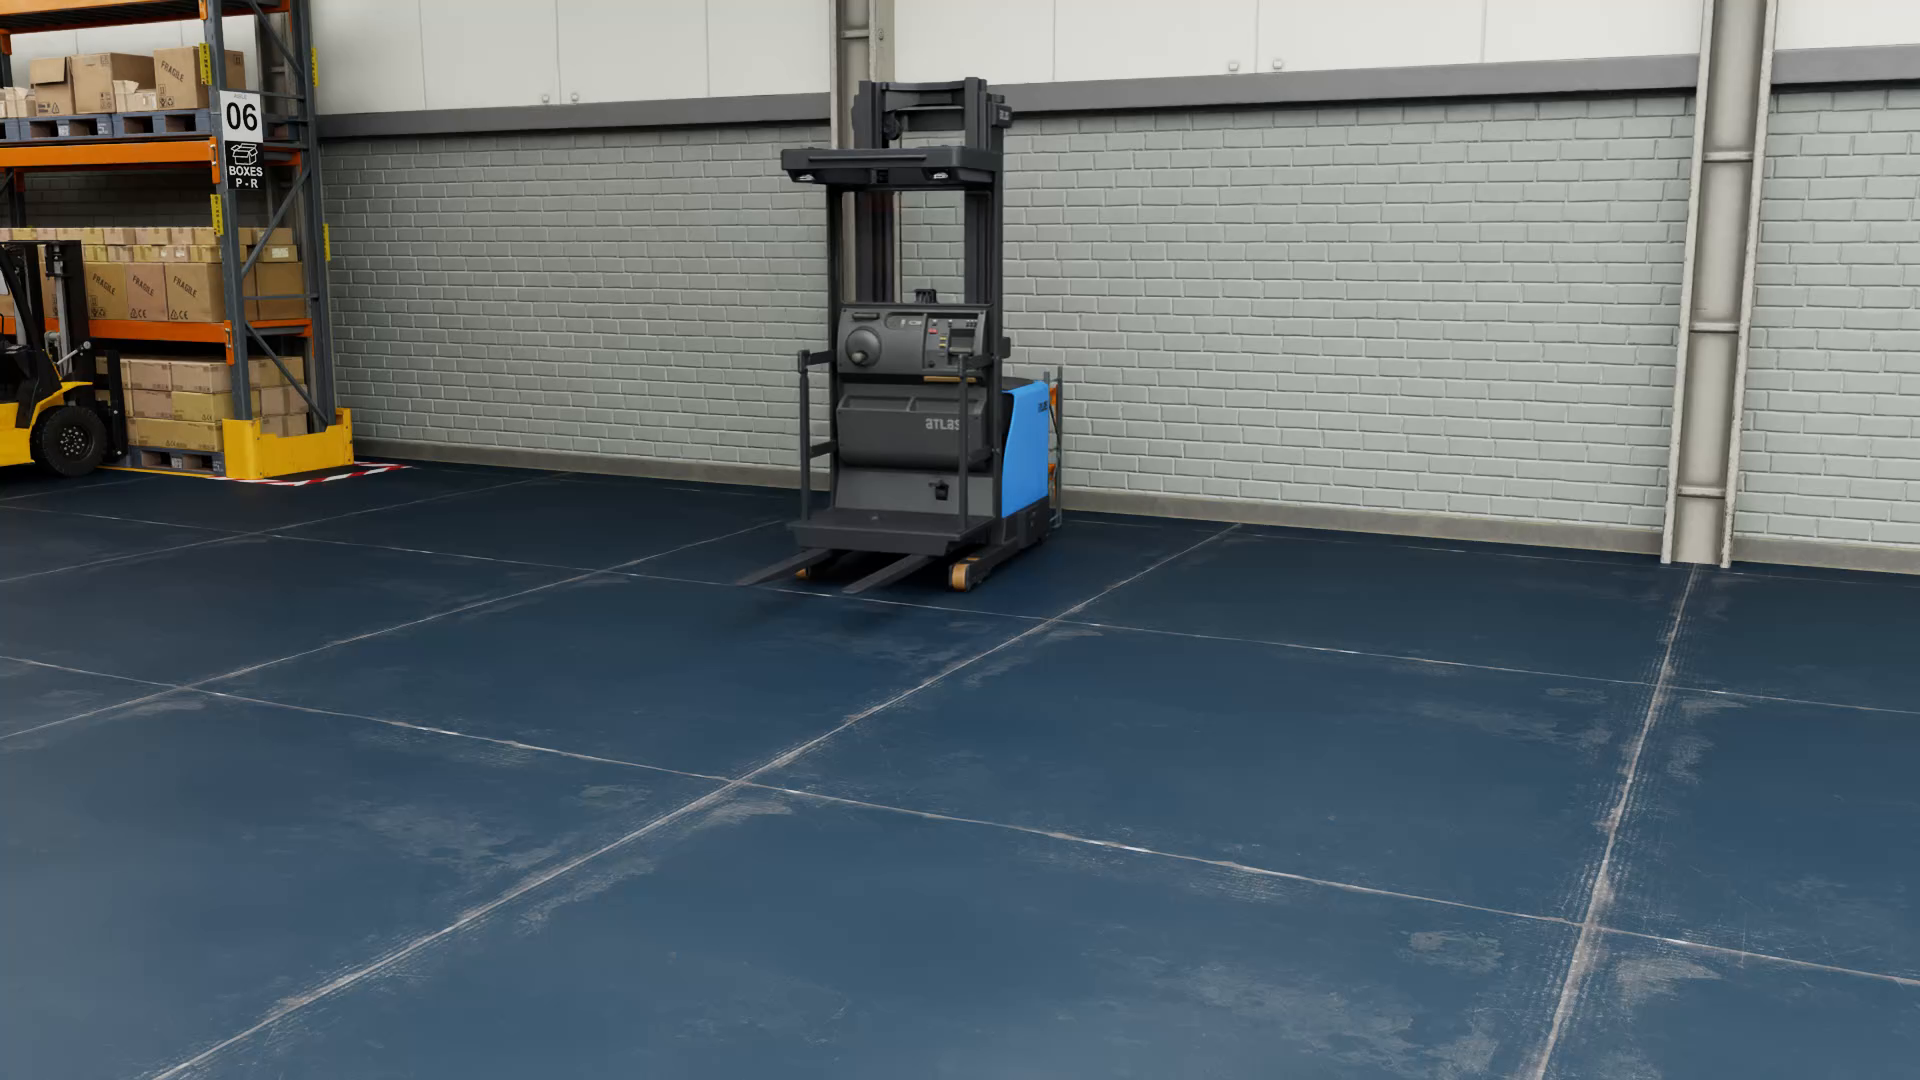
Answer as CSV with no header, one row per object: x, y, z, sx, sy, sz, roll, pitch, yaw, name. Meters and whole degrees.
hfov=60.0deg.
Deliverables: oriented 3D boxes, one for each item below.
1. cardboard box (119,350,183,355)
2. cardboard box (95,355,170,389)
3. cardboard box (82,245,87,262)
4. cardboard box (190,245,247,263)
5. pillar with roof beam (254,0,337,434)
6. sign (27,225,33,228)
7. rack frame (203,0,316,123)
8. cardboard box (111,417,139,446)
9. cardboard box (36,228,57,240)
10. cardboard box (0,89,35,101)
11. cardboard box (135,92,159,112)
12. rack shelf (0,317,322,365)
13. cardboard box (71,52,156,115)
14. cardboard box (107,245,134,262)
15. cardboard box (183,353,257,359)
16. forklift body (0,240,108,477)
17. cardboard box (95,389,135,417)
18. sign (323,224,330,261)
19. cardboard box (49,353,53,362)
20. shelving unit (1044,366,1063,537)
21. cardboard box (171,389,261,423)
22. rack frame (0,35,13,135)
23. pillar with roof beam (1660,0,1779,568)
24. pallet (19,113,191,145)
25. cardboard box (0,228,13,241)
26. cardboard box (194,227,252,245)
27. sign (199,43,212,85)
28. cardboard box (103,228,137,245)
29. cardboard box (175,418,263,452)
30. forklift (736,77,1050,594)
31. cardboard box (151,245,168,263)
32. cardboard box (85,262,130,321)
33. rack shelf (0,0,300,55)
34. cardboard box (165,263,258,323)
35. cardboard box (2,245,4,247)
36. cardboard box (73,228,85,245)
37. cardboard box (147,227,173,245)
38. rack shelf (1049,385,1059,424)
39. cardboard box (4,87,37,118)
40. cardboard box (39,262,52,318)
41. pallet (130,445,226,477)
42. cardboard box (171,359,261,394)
-7.587,-1.625,15.519,0.500,0.250,0.500,5,11,25,cardboard box
-7.358,-1.499,14.825,0.500,0.250,0.500,5,11,27,cardboard box
-7.670,-2.572,14.916,0.250,0.149,0.380,5,11,25,cardboard box
-6.325,-2.441,14.191,0.250,0.149,0.380,5,11,27,cardboard box
-8.020,-4.553,11.119,0.400,9.000,9.100,5,11,26,pillar with roof beam
-9.233,-2.959,16.501,0.005,0.325,0.100,5,11,26,sign
-5.890,-5.042,13.819,0.127,3.000,1.000,5,11,26,rack frame
-7.337,-1.011,14.937,0.500,0.250,0.500,5,11,26,cardboard box
-8.132,-2.758,15.110,0.250,0.149,0.380,5,11,26,cardboard box
-8.839,-3.988,15.212,0.500,0.311,0.500,5,12,27,cardboard box
-6.767,-3.715,14.155,0.250,0.149,0.380,5,11,24,cardboard box
-7.683,-1.893,15.288,4.000,0.370,1.077,5,11,26,rack shelf
-7.269,-3.963,14.543,0.500,0.500,0.700,5,11,26,cardboard box
-7.250,-2.521,14.635,0.250,0.149,0.380,5,11,24,cardboard box
-6.687,-1.542,15.063,0.500,0.250,0.500,5,11,26,cardboard box
-8.398,-1.530,13.645,1.214,2.155,2.313,5,11,26,forklift body
-7.382,-1.256,14.887,0.500,0.250,0.500,5,11,25,cardboard box
-5.639,-2.643,14.757,0.005,0.325,0.100,5,11,26,sign
-8.277,-1.583,15.288,0.500,0.250,0.500,5,12,28,cardboard box
0.151,-0.643,11.623,1.048,1.125,0.538,3,11,15,shelving unit
-6.465,-1.178,14.453,0.500,0.250,0.500,5,11,25,cardboard box
-9.477,-5.357,15.561,0.127,3.000,1.000,5,11,26,rack frame
2.741,-3.607,5.894,0.400,9.000,9.100,5,11,26,pillar with roof beam
-7.611,-3.678,14.955,1.213,0.211,1.003,5,11,26,pallet
-8.630,-2.786,15.261,0.250,0.149,0.380,5,12,27,cardboard box
-6.304,-2.599,14.230,0.250,0.149,0.380,5,11,26,cardboard box
-6.142,-3.877,13.542,0.005,0.325,0.100,5,11,26,sign
-7.259,-2.664,14.590,0.250,0.149,0.380,5,12,27,cardboard box
-6.451,-0.930,14.487,0.500,0.250,0.500,5,11,26,cardboard box
-0.361,-1.227,9.779,1.130,2.935,3.031,4,11,19,forklift
-6.773,-2.486,14.443,0.250,0.149,0.380,5,12,27,cardboard box
-7.368,-2.218,14.784,0.500,0.500,0.500,5,11,25,cardboard box
-7.683,-4.648,14.790,4.000,0.370,1.077,5,11,26,rack shelf
-6.447,-2.136,14.327,0.500,0.500,0.500,5,11,25,cardboard box
-8.640,-2.639,15.284,0.250,0.149,0.380,5,12,27,cardboard box
-7.683,-2.719,14.893,0.250,0.149,0.380,5,11,27,cardboard box
-6.786,-2.630,14.400,0.250,0.149,0.380,5,12,27,cardboard box
0.151,-0.931,11.570,1.000,0.278,0.538,3,11,15,rack shelf
-8.280,-3.905,14.879,0.258,0.266,0.396,5,11,24,cardboard box
-8.266,-2.299,15.231,0.500,0.500,0.500,5,11,25,cardboard box
-6.594,-0.771,14.898,1.213,0.211,1.003,5,11,26,pallet
-6.441,-1.422,14.397,0.500,0.250,0.500,5,12,28,cardboard box
